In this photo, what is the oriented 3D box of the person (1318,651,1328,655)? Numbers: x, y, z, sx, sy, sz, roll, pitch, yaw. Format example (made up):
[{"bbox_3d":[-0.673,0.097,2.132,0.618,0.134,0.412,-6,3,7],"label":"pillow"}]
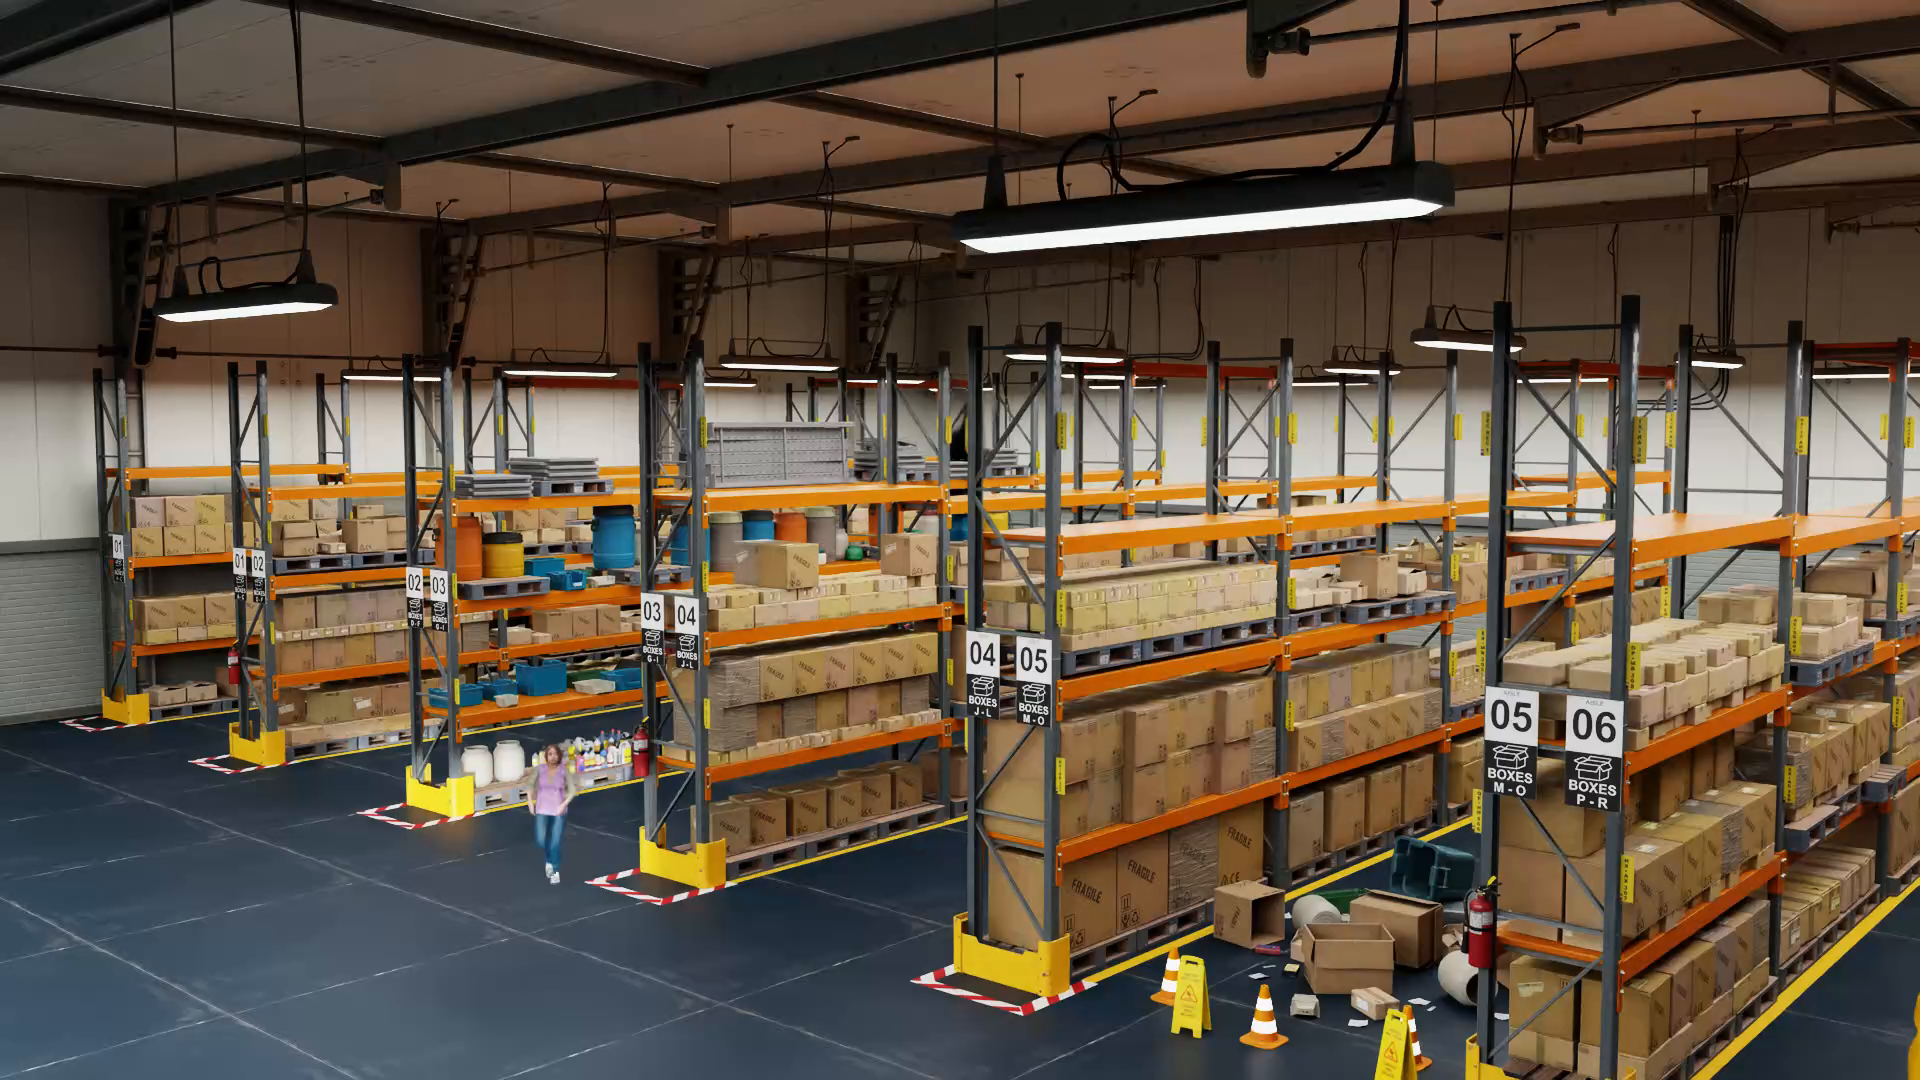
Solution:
[{"bbox_3d":[5.598,2.498,25.090,0.698,1.700,0.816,3,5,35],"label":"person"}]

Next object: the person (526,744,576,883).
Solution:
[{"bbox_3d":[-4.527,3.037,18.389,0.548,1.561,0.505,-1,4,-8],"label":"person"}]
